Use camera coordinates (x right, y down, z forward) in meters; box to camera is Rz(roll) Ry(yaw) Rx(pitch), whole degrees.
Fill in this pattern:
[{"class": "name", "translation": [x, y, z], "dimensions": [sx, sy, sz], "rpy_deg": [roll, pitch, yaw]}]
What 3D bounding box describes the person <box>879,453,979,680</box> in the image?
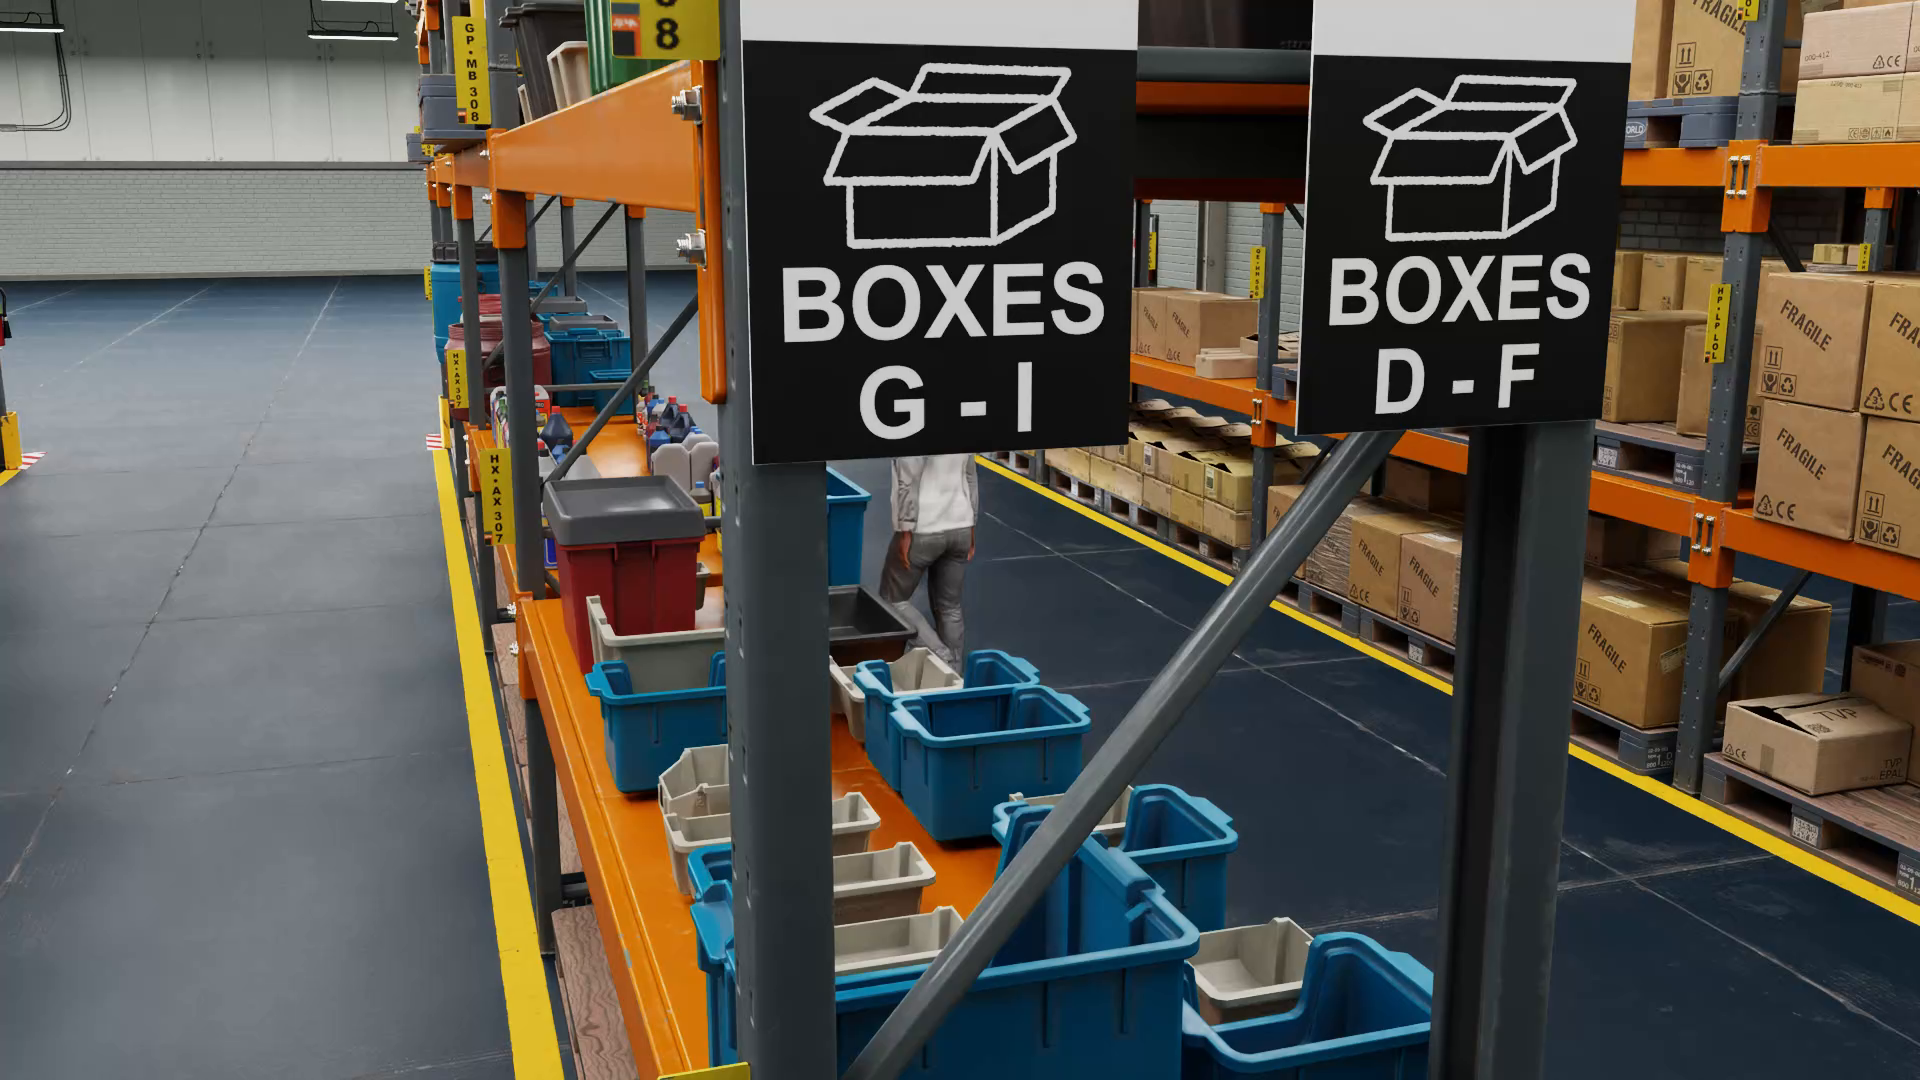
[{"class": "person", "translation": [-0.126, -0.043, 8.551], "dimensions": [0.580, 1.765, 0.498], "rpy_deg": [-11, 16, -40]}]
